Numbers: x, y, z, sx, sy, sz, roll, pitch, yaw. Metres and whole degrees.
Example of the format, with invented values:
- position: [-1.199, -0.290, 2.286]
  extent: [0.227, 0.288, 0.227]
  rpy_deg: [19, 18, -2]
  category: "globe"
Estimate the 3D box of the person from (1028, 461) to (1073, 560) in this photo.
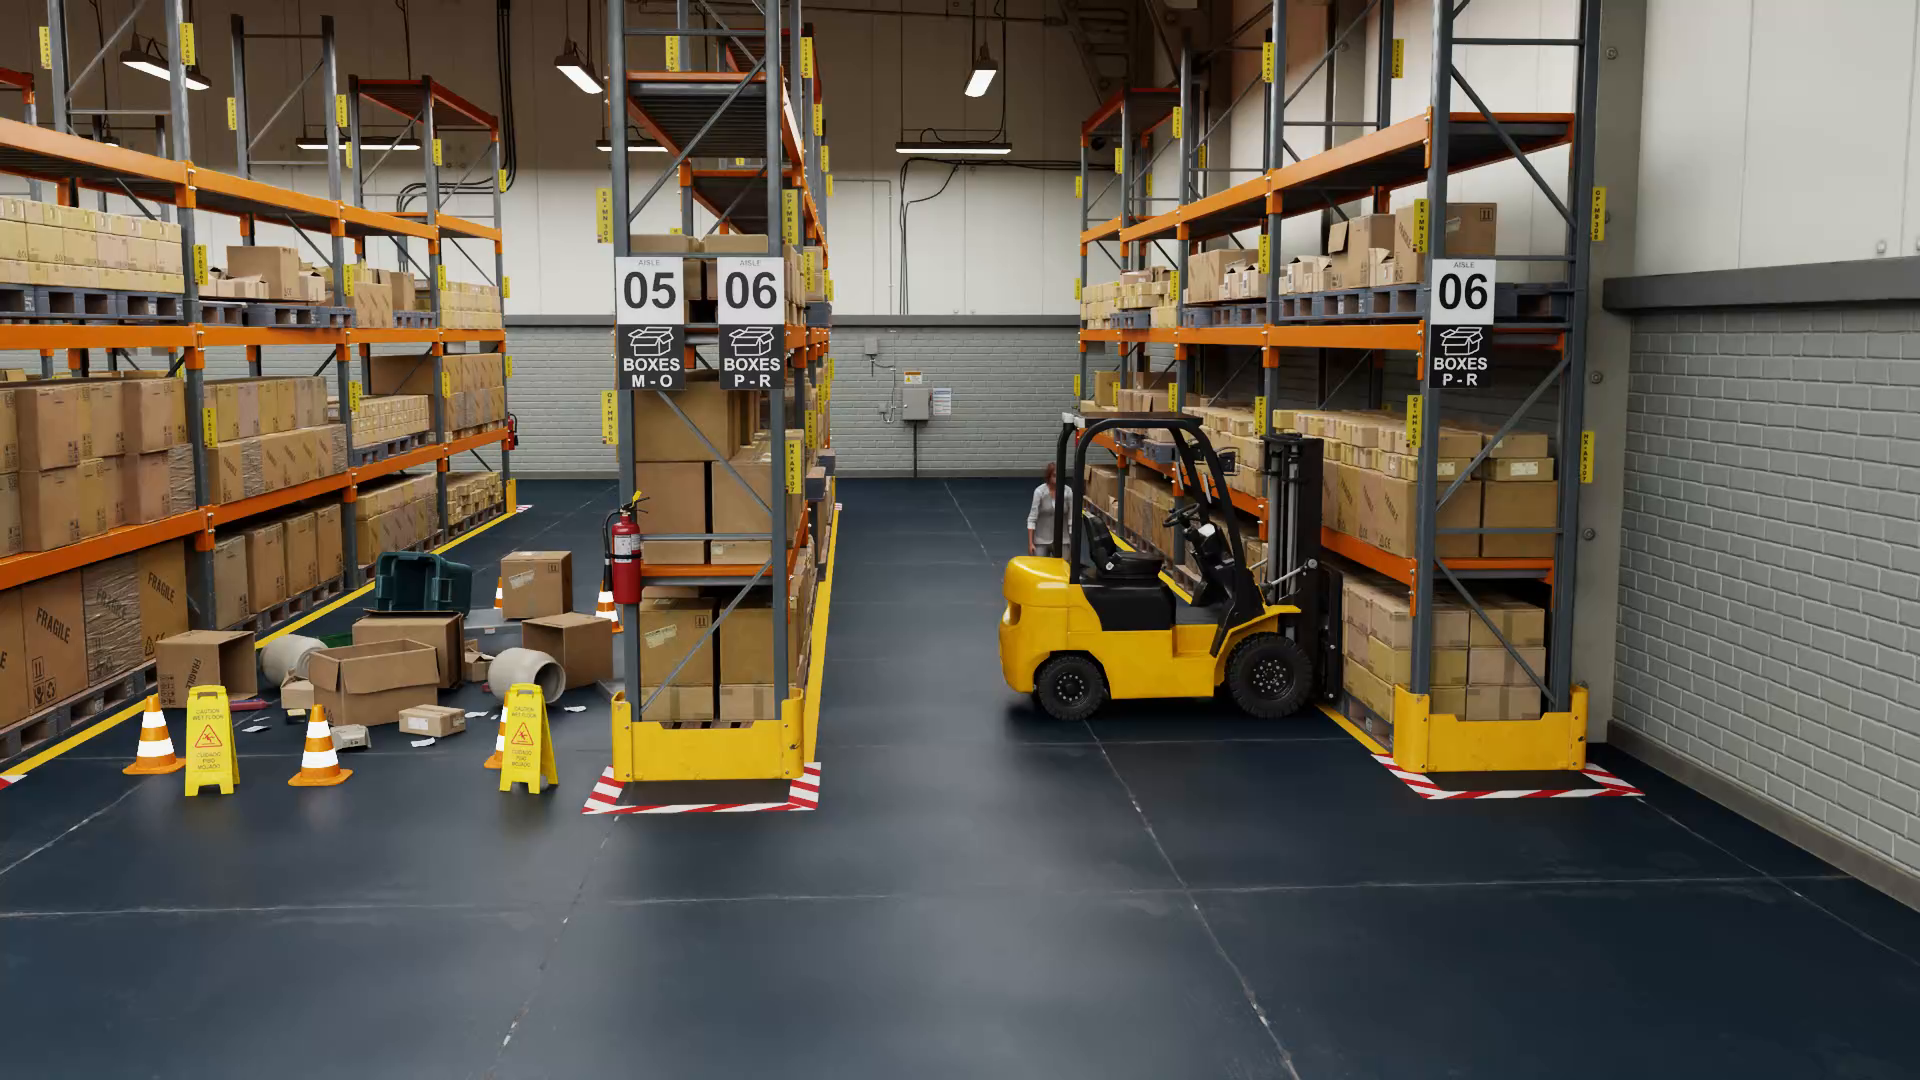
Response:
- position: [0.845, 0.063, 15.307]
  extent: [0.472, 1.590, 0.347]
  rpy_deg: [-1, 7, -7]
  category: "person"
